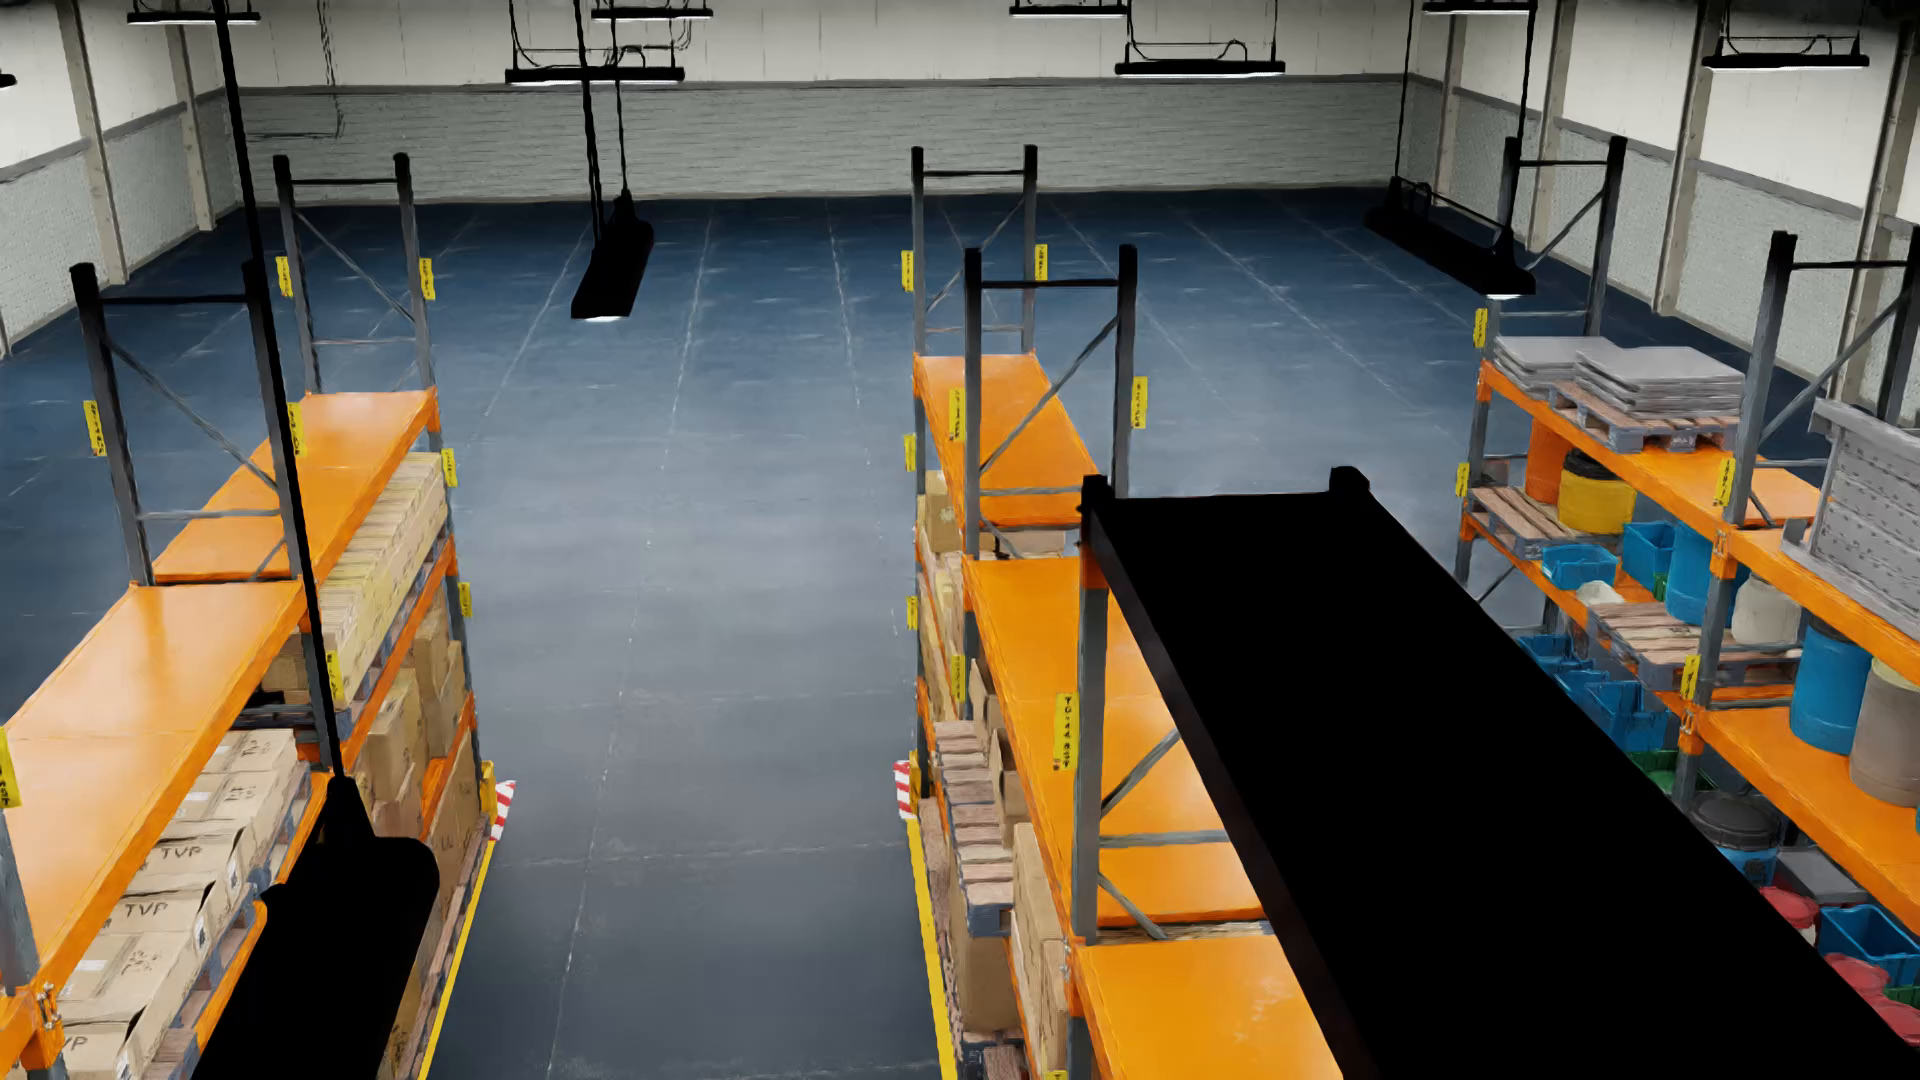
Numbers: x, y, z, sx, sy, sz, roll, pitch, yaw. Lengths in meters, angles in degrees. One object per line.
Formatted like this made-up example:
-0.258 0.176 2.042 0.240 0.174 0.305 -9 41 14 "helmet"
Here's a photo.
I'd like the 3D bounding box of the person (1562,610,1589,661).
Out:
6.500 0.754 17.295 0.575 1.768 0.626 11 24 25 "person"
